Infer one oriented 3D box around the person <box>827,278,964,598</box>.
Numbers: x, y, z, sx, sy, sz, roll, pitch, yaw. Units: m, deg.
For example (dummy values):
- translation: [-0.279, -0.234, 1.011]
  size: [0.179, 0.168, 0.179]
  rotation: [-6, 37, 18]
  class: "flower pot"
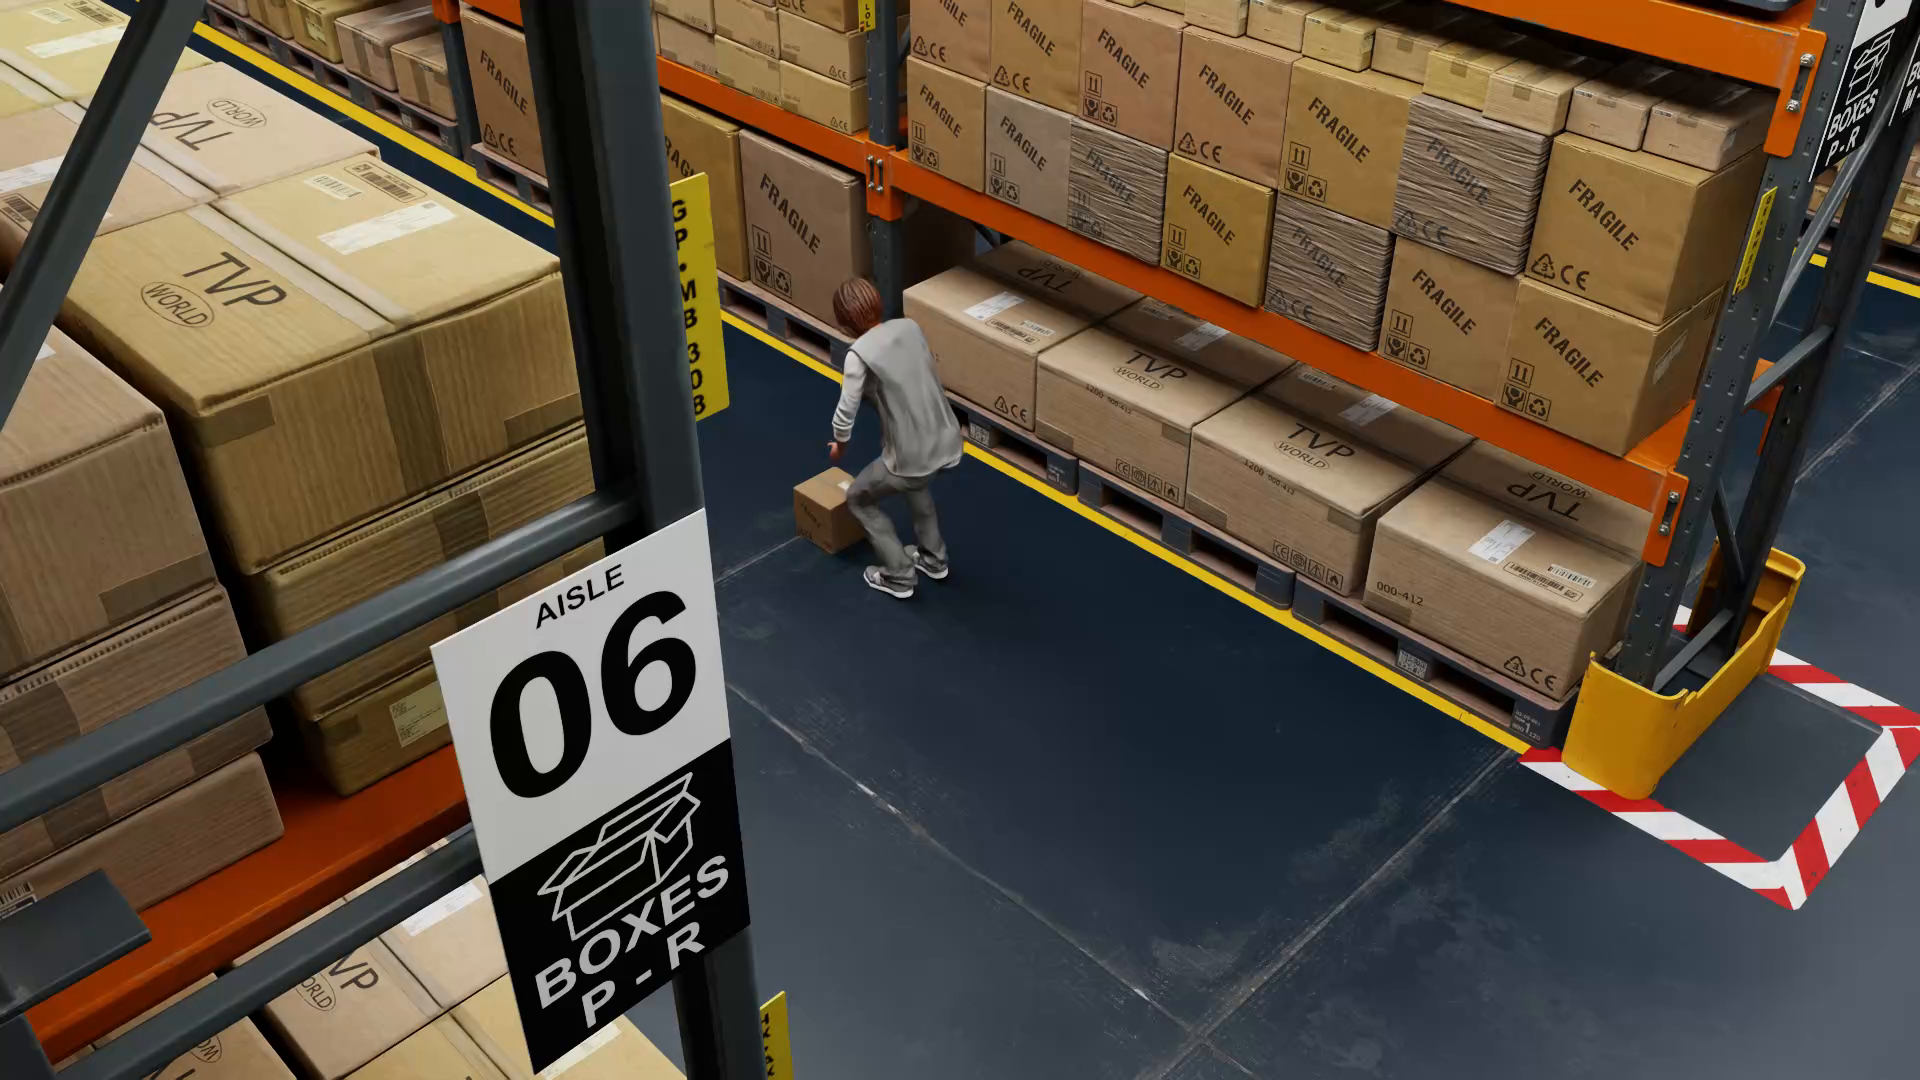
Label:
- translation: [-0.279, -0.389, 6.888]
  size: [0.460, 1.376, 0.602]
  rotation: [-29, 45, -34]
  class: "person"
